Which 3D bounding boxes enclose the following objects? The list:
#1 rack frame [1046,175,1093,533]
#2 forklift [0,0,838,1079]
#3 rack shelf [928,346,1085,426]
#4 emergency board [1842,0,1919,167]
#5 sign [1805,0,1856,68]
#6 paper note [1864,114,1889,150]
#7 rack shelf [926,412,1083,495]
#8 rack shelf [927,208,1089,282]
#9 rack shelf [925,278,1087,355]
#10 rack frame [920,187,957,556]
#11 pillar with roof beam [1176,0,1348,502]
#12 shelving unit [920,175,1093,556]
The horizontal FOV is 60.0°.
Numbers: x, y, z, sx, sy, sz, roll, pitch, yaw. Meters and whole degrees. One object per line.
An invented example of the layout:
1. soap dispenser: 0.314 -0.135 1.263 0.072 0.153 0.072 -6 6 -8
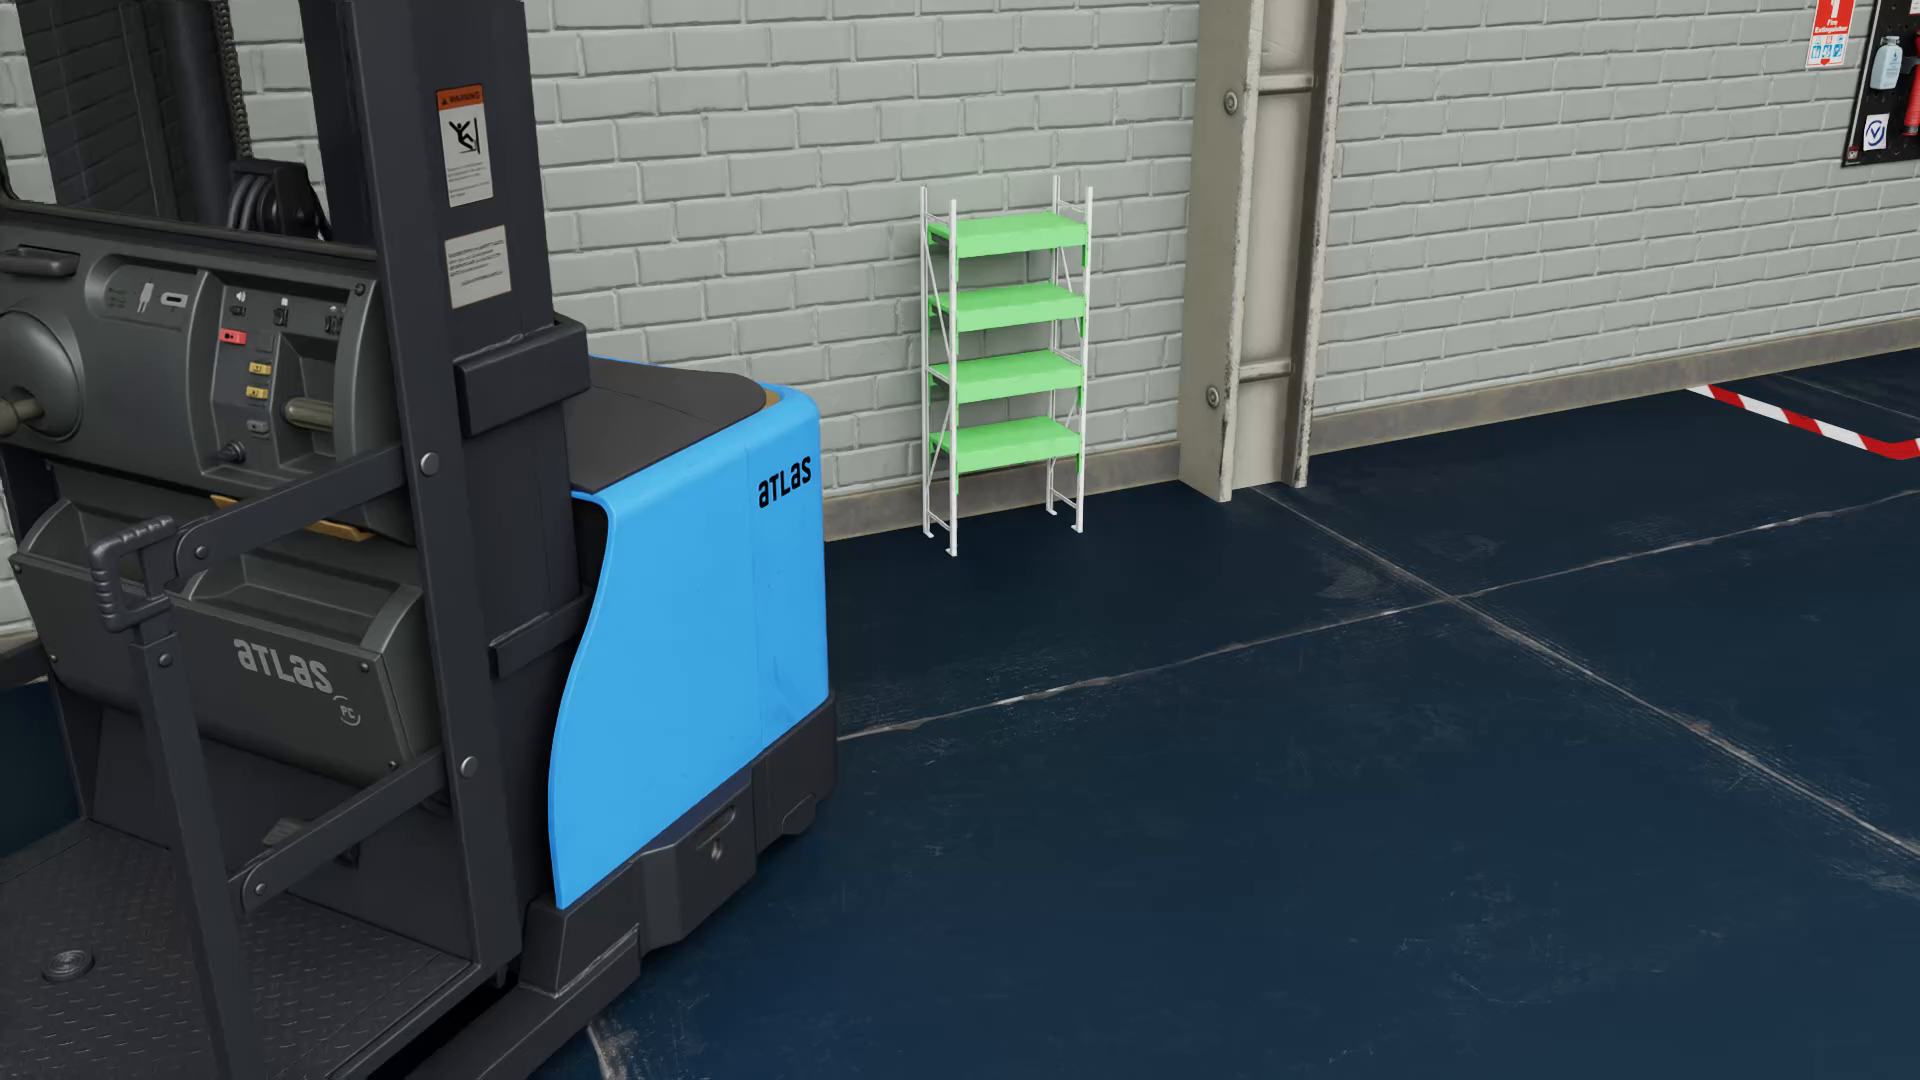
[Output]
1. rack frame: 0.369 -0.622 5.685 0.015 1.200 0.240 -10 25 -24
2. forklift: -1.428 -0.288 2.613 1.130 2.935 3.031 11 25 25
3. rack shelf: 0.149 -0.523 5.611 0.480 0.148 0.258 -10 25 -24
4. emergency board: 4.222 -2.207 7.161 0.643 1.169 0.194 -10 25 -24
5. sign: 3.680 -2.168 7.018 0.234 0.329 0.001 -10 25 -24
6. paper note: 4.033 -1.795 7.316 0.142 0.148 0.016 -10 25 -24
7. rack shelf: 0.149 -0.301 5.703 0.480 0.148 0.258 -10 25 -24
8. rack shelf: 0.149 -0.966 5.428 0.480 0.148 0.258 -10 25 -24
9. rack shelf: 0.149 -0.745 5.519 0.480 0.148 0.258 -10 25 -24
10. rack frame: -0.071 -0.541 5.489 0.015 1.200 0.240 -10 25 -24
11. pillar with roof beam: 2.926 -2.897 0.984 0.400 9.000 9.100 -10 25 -24
12. shelving unit: 0.149 -0.582 5.587 0.503 1.200 0.258 -10 25 -24
